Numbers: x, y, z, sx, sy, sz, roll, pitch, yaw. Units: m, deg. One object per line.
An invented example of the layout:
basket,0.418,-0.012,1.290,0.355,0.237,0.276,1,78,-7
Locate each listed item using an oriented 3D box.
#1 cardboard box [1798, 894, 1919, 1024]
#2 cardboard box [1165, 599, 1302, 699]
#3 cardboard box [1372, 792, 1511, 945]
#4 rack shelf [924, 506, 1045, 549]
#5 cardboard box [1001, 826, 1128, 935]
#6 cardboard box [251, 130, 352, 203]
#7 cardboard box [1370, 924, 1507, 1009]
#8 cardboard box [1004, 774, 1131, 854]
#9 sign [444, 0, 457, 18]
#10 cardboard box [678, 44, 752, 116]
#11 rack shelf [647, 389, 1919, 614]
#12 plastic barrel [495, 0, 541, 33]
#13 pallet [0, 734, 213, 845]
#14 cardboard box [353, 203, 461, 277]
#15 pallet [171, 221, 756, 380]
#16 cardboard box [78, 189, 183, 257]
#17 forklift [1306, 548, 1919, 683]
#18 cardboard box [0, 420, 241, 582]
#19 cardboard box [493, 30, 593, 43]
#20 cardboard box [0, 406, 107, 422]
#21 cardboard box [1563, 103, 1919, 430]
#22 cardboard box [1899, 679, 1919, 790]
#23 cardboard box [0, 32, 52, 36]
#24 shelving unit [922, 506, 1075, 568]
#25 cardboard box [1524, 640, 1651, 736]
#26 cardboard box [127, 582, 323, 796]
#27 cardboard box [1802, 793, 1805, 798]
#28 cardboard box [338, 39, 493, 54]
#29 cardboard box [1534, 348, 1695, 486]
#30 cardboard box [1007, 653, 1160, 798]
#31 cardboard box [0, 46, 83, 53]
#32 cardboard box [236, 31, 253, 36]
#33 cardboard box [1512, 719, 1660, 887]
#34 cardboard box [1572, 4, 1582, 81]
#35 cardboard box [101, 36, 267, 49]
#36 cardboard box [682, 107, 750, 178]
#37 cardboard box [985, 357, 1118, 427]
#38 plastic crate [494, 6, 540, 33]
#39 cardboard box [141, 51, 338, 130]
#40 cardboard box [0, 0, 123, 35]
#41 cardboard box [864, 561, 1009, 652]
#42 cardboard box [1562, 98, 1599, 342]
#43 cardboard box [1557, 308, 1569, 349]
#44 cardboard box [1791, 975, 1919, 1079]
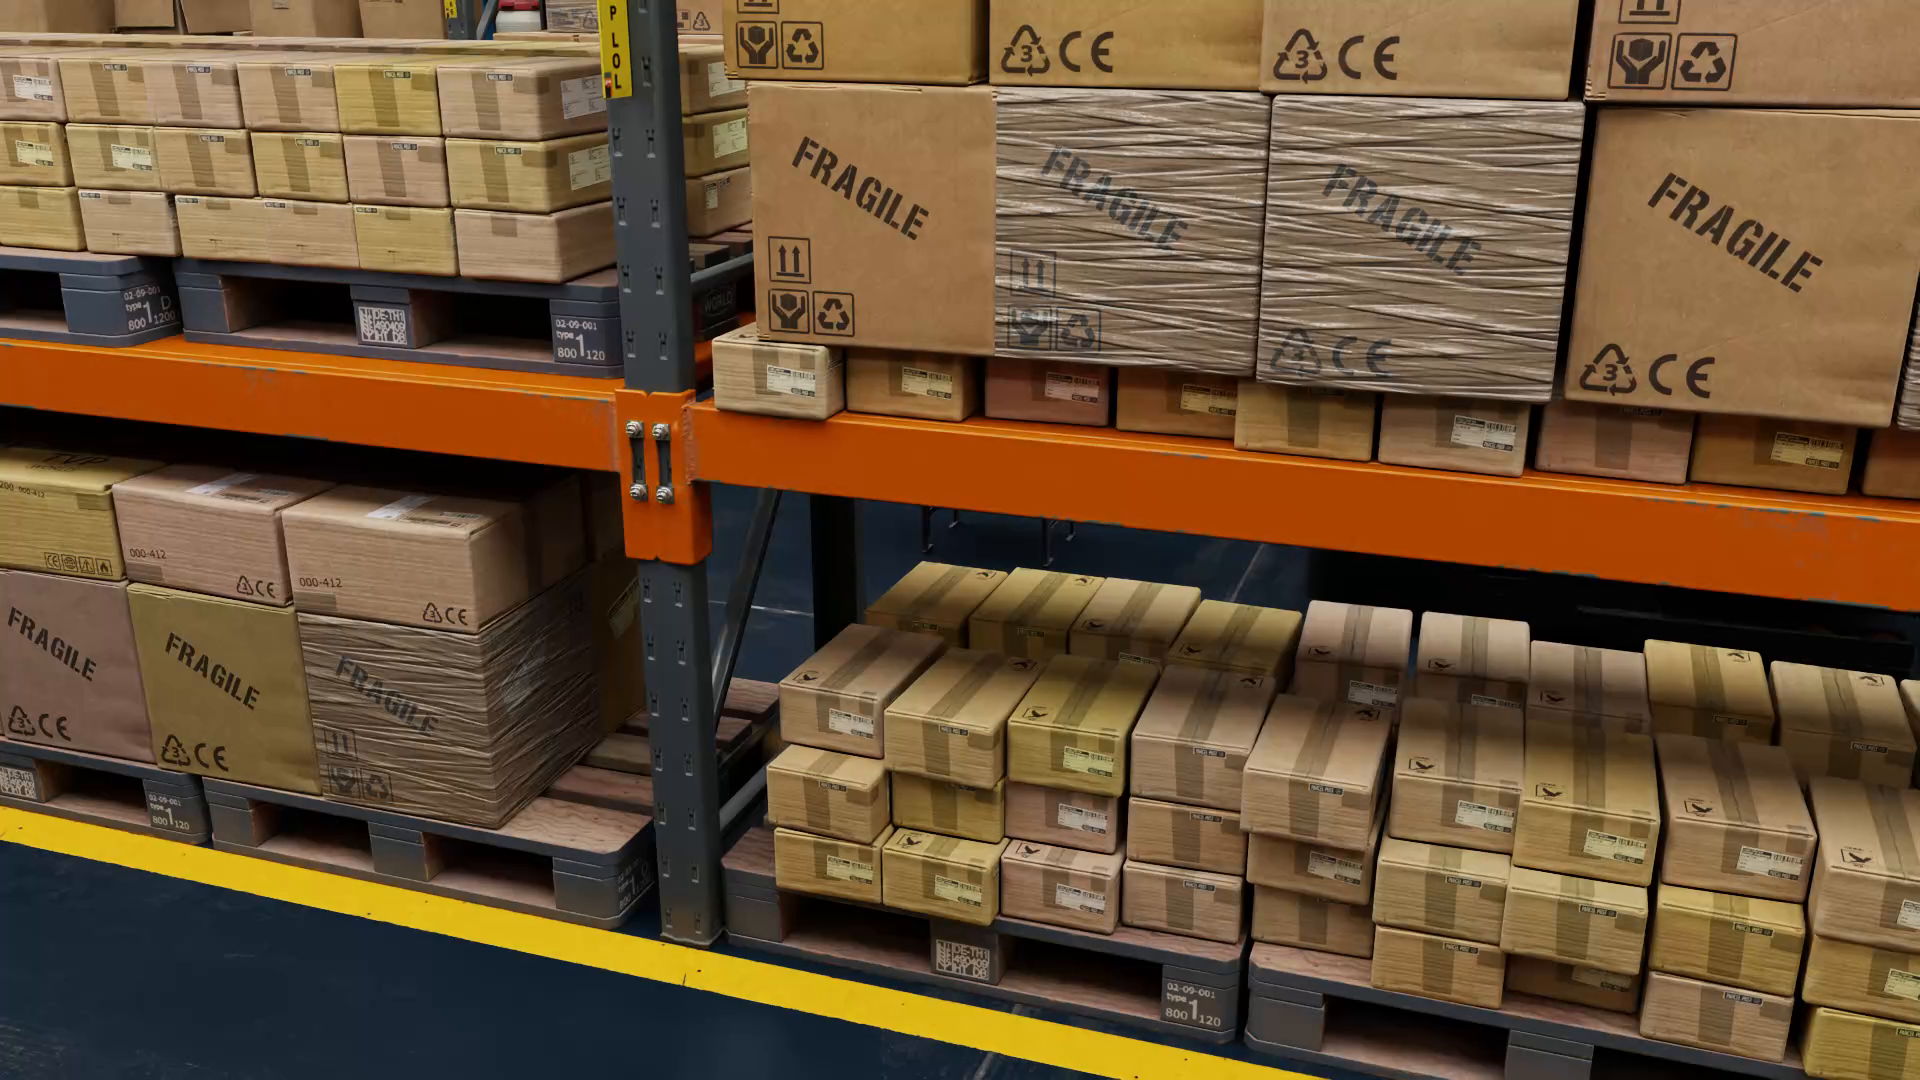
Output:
cardboard box,1.725,0.736,3.150,0.250,0.149,0.380,7,20,19
cardboard box,0.656,0.289,3.980,0.250,0.149,0.380,7,20,20
cardboard box,0.995,0.647,3.405,0.250,0.149,0.380,6,20,18
rack shelf,0.156,-0.300,6.414,0.480,0.518,0.431,7,20,18
cardboard box,0.265,0.699,3.708,0.250,0.149,0.380,6,20,18
cardboard box,-1.400,-0.885,3.851,0.250,0.149,0.380,7,21,20
cardboard box,1.001,0.787,3.455,0.250,0.149,0.380,6,20,17
cardboard box,0.271,0.533,3.732,0.250,0.149,0.380,6,20,18
sign,-2.701,-2.931,8.788,0.005,0.325,0.100,7,20,18
cardboard box,-0.698,-1.174,4.227,0.250,0.149,0.380,8,21,21
rack shelf,1.413,-0.072,3.319,4.000,0.370,1.077,7,20,18
plastic barrel,-3.853,-4.456,14.596,0.433,0.535,0.433,0,19,0
pallet,-2.369,0.474,4.896,1.213,0.211,1.003,7,20,18
cardboard box,-1.162,-0.717,3.819,0.250,0.149,0.380,7,20,18
pallet,-1.151,-0.665,4.219,1.213,0.211,1.003,7,20,18
cardboard box,-1.898,-0.800,4.057,0.250,0.149,0.380,6,20,16
forklift,2.781,-1.087,5.338,3.031,2.867,1.129,5,20,15
cardboard box,-2.248,-0.114,4.367,0.500,0.250,0.500,6,20,16
cardboard box,-2.162,-2.501,9.043,0.500,0.500,0.500,7,20,20
cardboard box,-2.567,-0.329,4.983,0.500,0.250,0.500,7,20,19
cardboard box,1.359,-0.518,2.902,0.500,0.500,0.500,8,21,21
cardboard box,2.161,0.448,3.522,0.250,0.149,0.380,6,20,15
cardboard box,-2.904,-1.426,4.951,0.250,0.149,0.380,7,20,20
shelving unit,0.156,-0.974,6.179,0.503,2.100,0.431,7,20,18
cardboard box,1.400,0.375,3.731,0.250,0.149,0.380,7,20,18
cardboard box,-1.743,0.297,4.327,0.500,0.500,0.500,6,20,17
cardboard box,1.902,0.569,3.629,0.250,0.149,0.380,6,20,15
cardboard box,-1.439,-1.259,4.469,0.250,0.149,0.380,6,20,17
cardboard box,1.212,-0.235,3.076,0.250,0.149,0.380,7,21,20
cardboard box,0.277,0.401,3.659,0.250,0.149,0.380,6,20,17
cardboard box,-2.406,-1.141,4.132,0.250,0.149,0.380,6,20,17
cardboard box,-4.196,-2.822,9.682,0.258,0.266,0.396,6,20,17
cardboard box,1.249,0.517,3.324,0.250,0.149,0.380,7,20,18
cardboard box,1.025,-1.207,3.359,0.500,0.500,0.500,7,20,19
cardboard box,-2.175,-1.341,4.707,0.250,0.149,0.380,7,20,20
cardboard box,-0.698,-1.034,4.276,0.250,0.149,0.380,7,20,19
cardboard box,0.221,-0.360,3.433,0.250,0.149,0.380,6,20,16
plastic crate,-4.127,-4.636,15.223,0.583,0.464,0.402,7,20,18
cardboard box,-1.665,-1.057,3.891,0.250,0.149,0.380,6,20,18
cardboard box,-5.606,-3.376,10.153,1.000,1.000,1.000,7,20,18
cardboard box,-0.055,0.197,4.245,0.250,0.149,0.380,7,20,20
cardboard box,1.513,-0.678,3.360,0.500,0.500,0.500,6,20,17
cardboard box,1.371,-0.405,3.562,0.250,0.149,0.380,7,20,19
cardboard box,1.740,0.878,3.194,0.250,0.149,0.380,6,20,16
